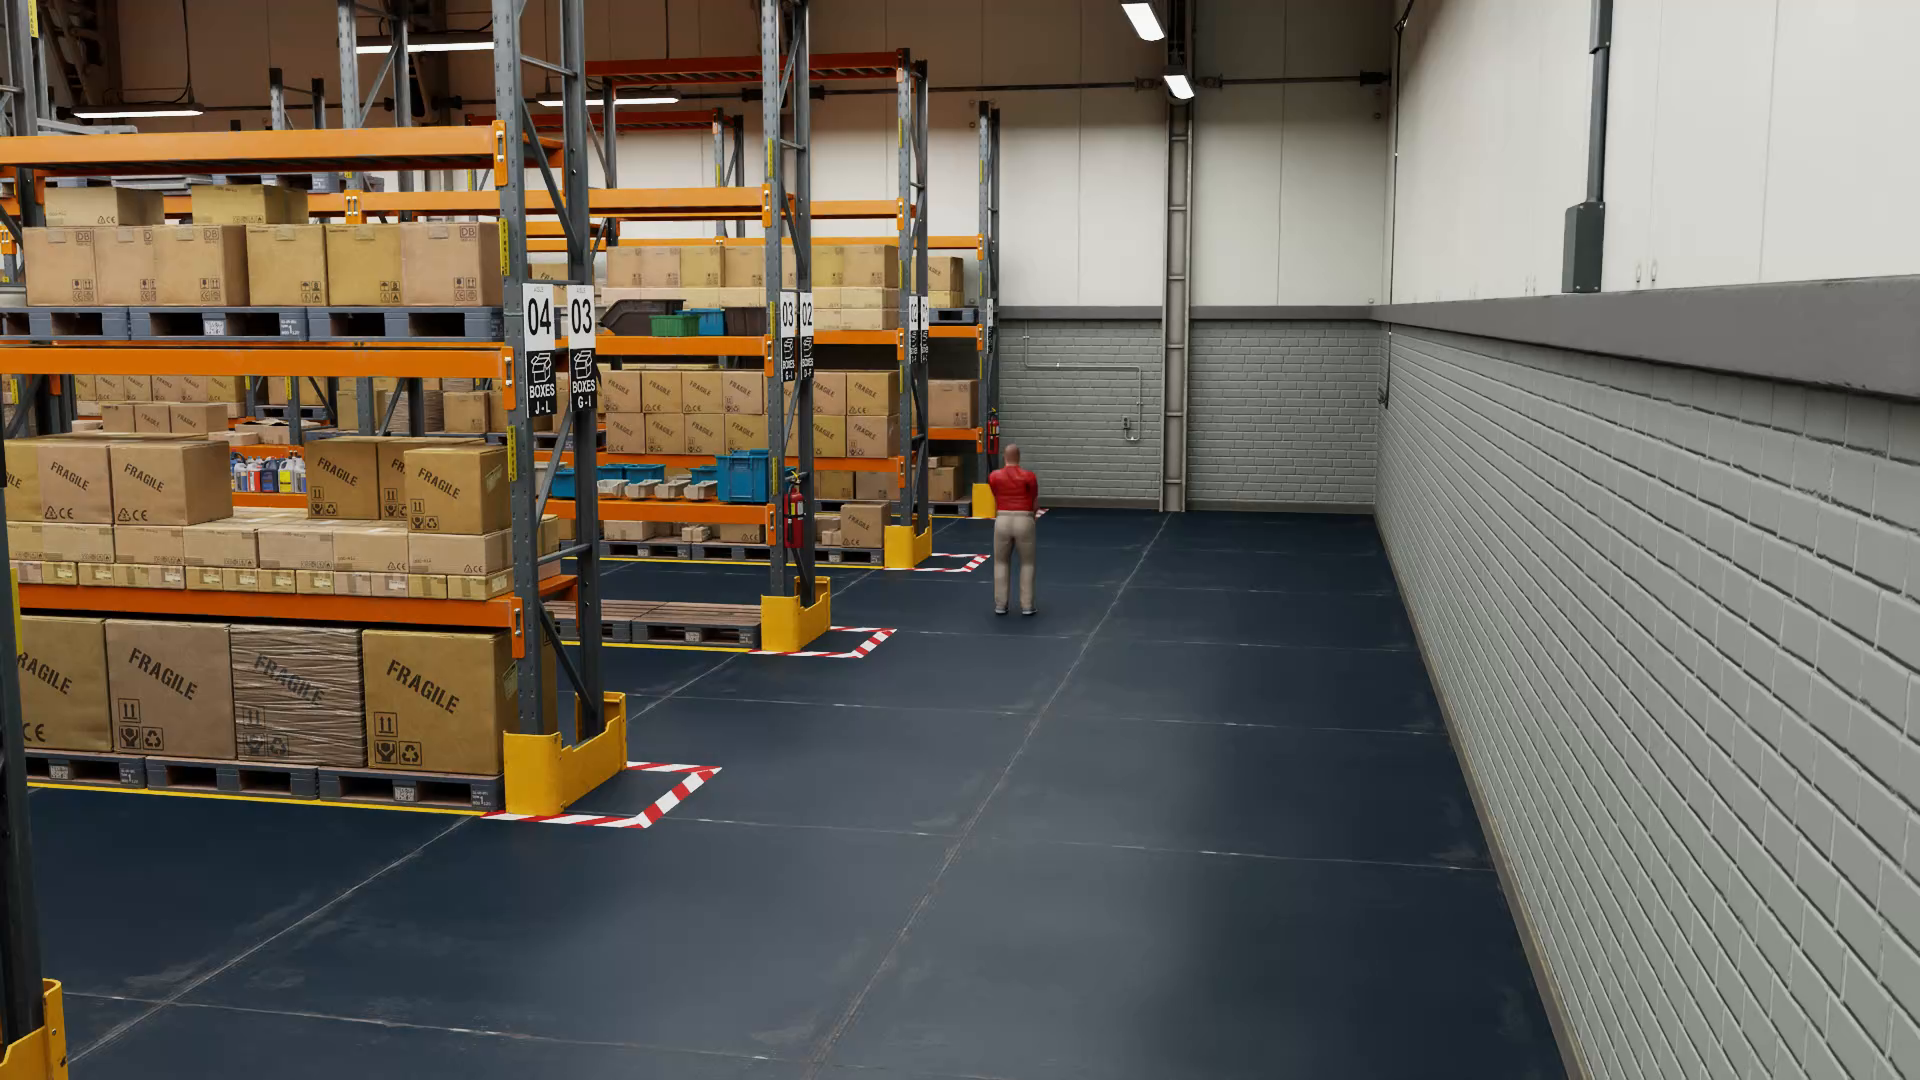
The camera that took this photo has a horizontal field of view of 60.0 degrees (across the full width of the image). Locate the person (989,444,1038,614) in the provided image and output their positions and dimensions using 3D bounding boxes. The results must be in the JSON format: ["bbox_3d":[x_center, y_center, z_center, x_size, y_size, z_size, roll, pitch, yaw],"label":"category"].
[{"bbox_3d":[0.558,-0.122,16.795,0.493,1.719,0.538,2,8,12],"label":"person"}]
